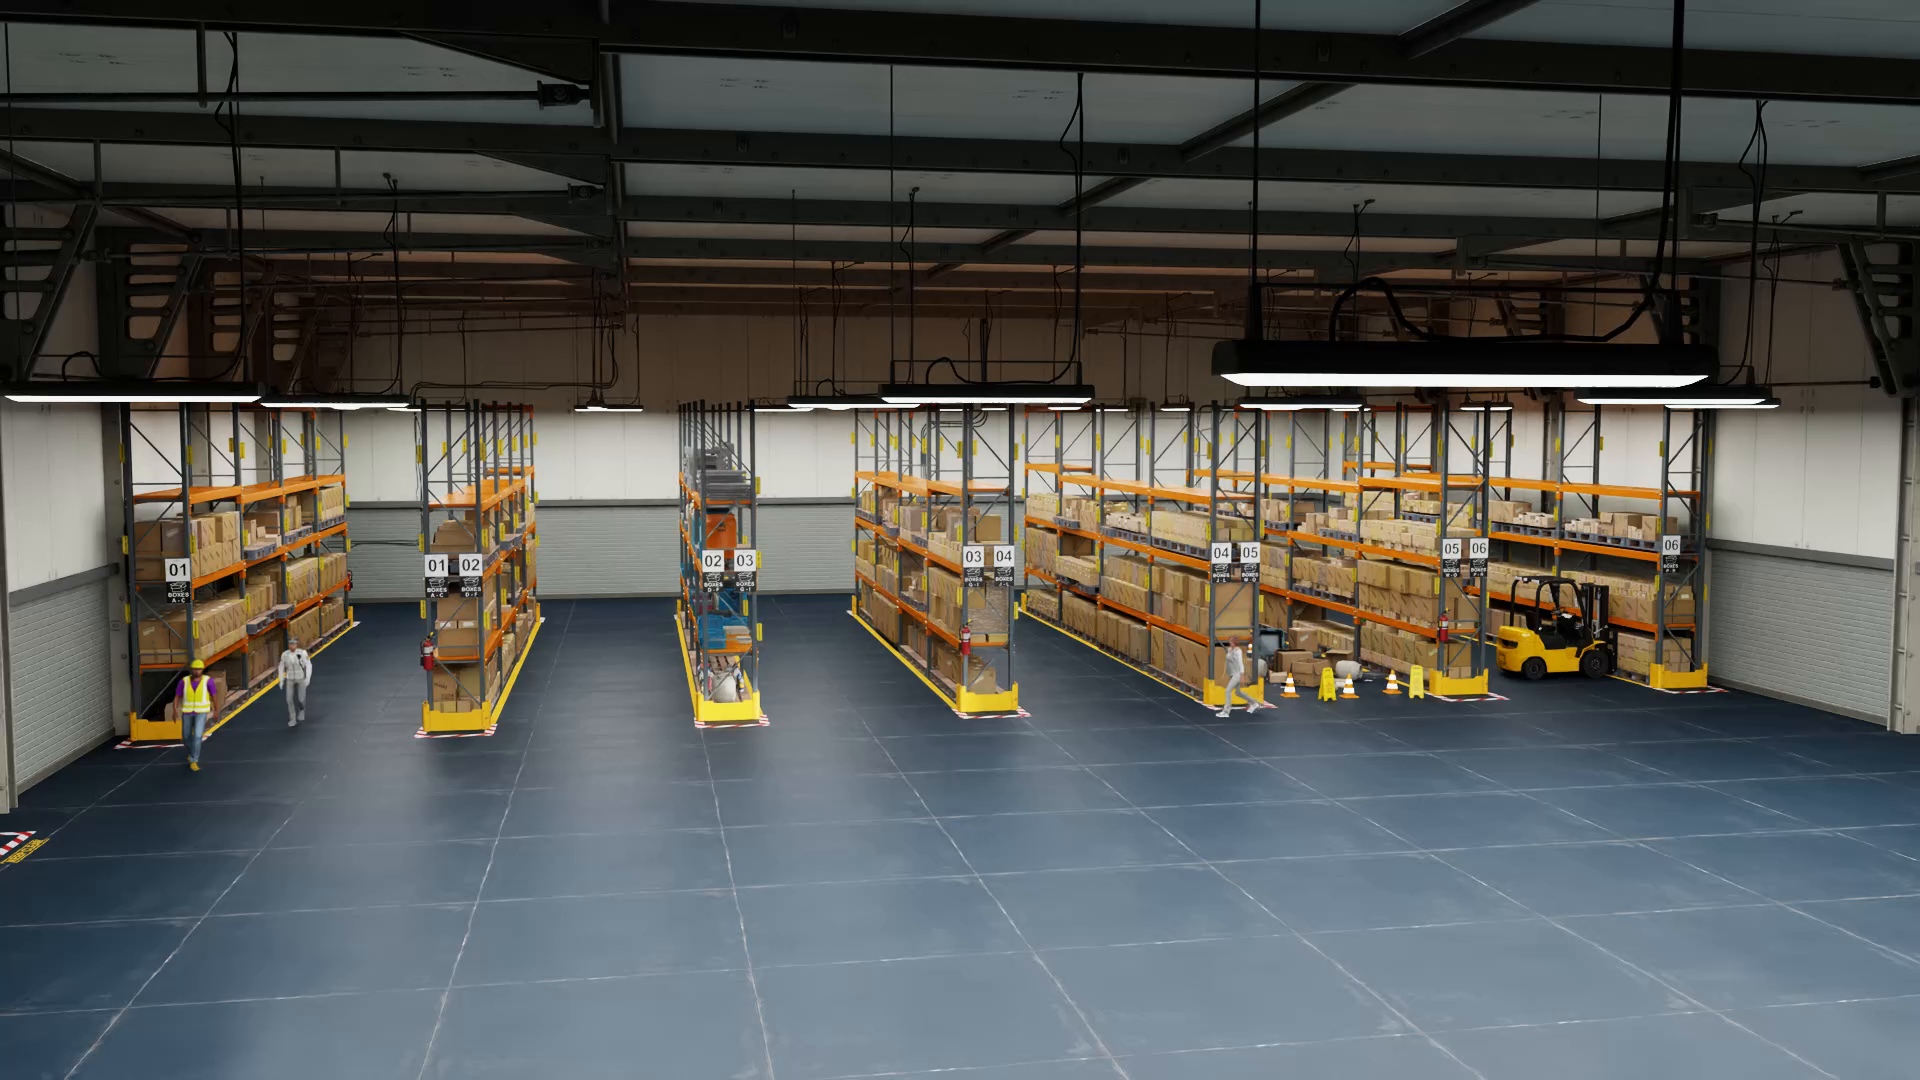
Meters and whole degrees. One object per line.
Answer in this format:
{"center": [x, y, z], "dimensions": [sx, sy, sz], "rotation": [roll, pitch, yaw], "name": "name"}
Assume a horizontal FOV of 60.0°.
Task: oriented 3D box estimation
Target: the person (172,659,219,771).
{"center": [-12.446, 2.826, 27.084], "dimensions": [0.665, 1.765, 0.773], "rotation": [-1, 5, -19], "name": "person"}

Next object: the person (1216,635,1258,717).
{"center": [5.258, 2.573, 31.433], "dimensions": [0.922, 1.521, 0.430], "rotation": [-2, 5, -21], "name": "person"}

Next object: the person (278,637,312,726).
{"center": [-12.293, 2.587, 30.769], "dimensions": [0.583, 1.660, 0.531], "rotation": [-1, 4, -10], "name": "person"}

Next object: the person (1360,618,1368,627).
{"center": [10.375, 1.649, 42.474], "dimensions": [0.635, 1.763, 0.660], "rotation": [-3, 5, -34], "name": "person"}
